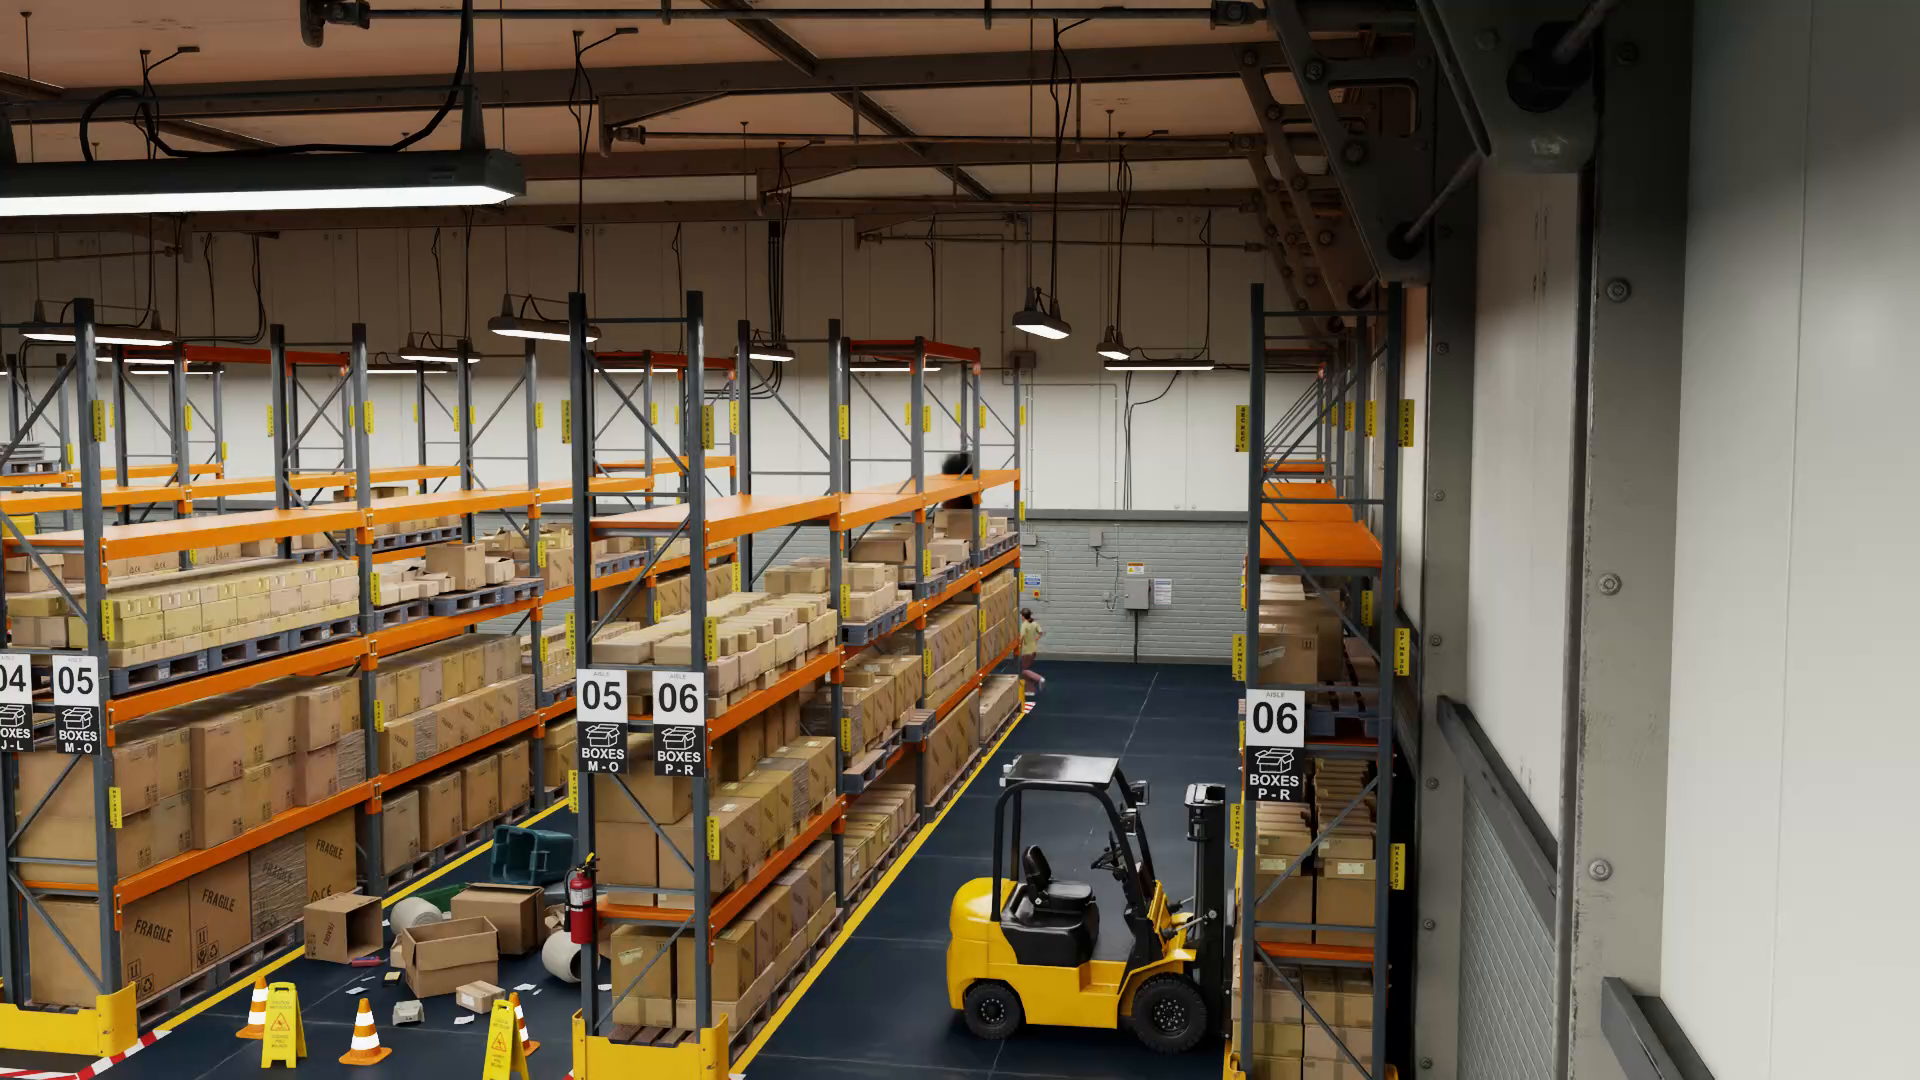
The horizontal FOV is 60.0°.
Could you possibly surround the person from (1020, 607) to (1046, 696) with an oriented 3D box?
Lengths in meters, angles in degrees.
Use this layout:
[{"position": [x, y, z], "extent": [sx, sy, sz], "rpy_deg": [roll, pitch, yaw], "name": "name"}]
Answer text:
[{"position": [1.238, 2.002, 29.456], "extent": [0.590, 1.621, 0.657], "rpy_deg": [4, 6, 43], "name": "person"}]
